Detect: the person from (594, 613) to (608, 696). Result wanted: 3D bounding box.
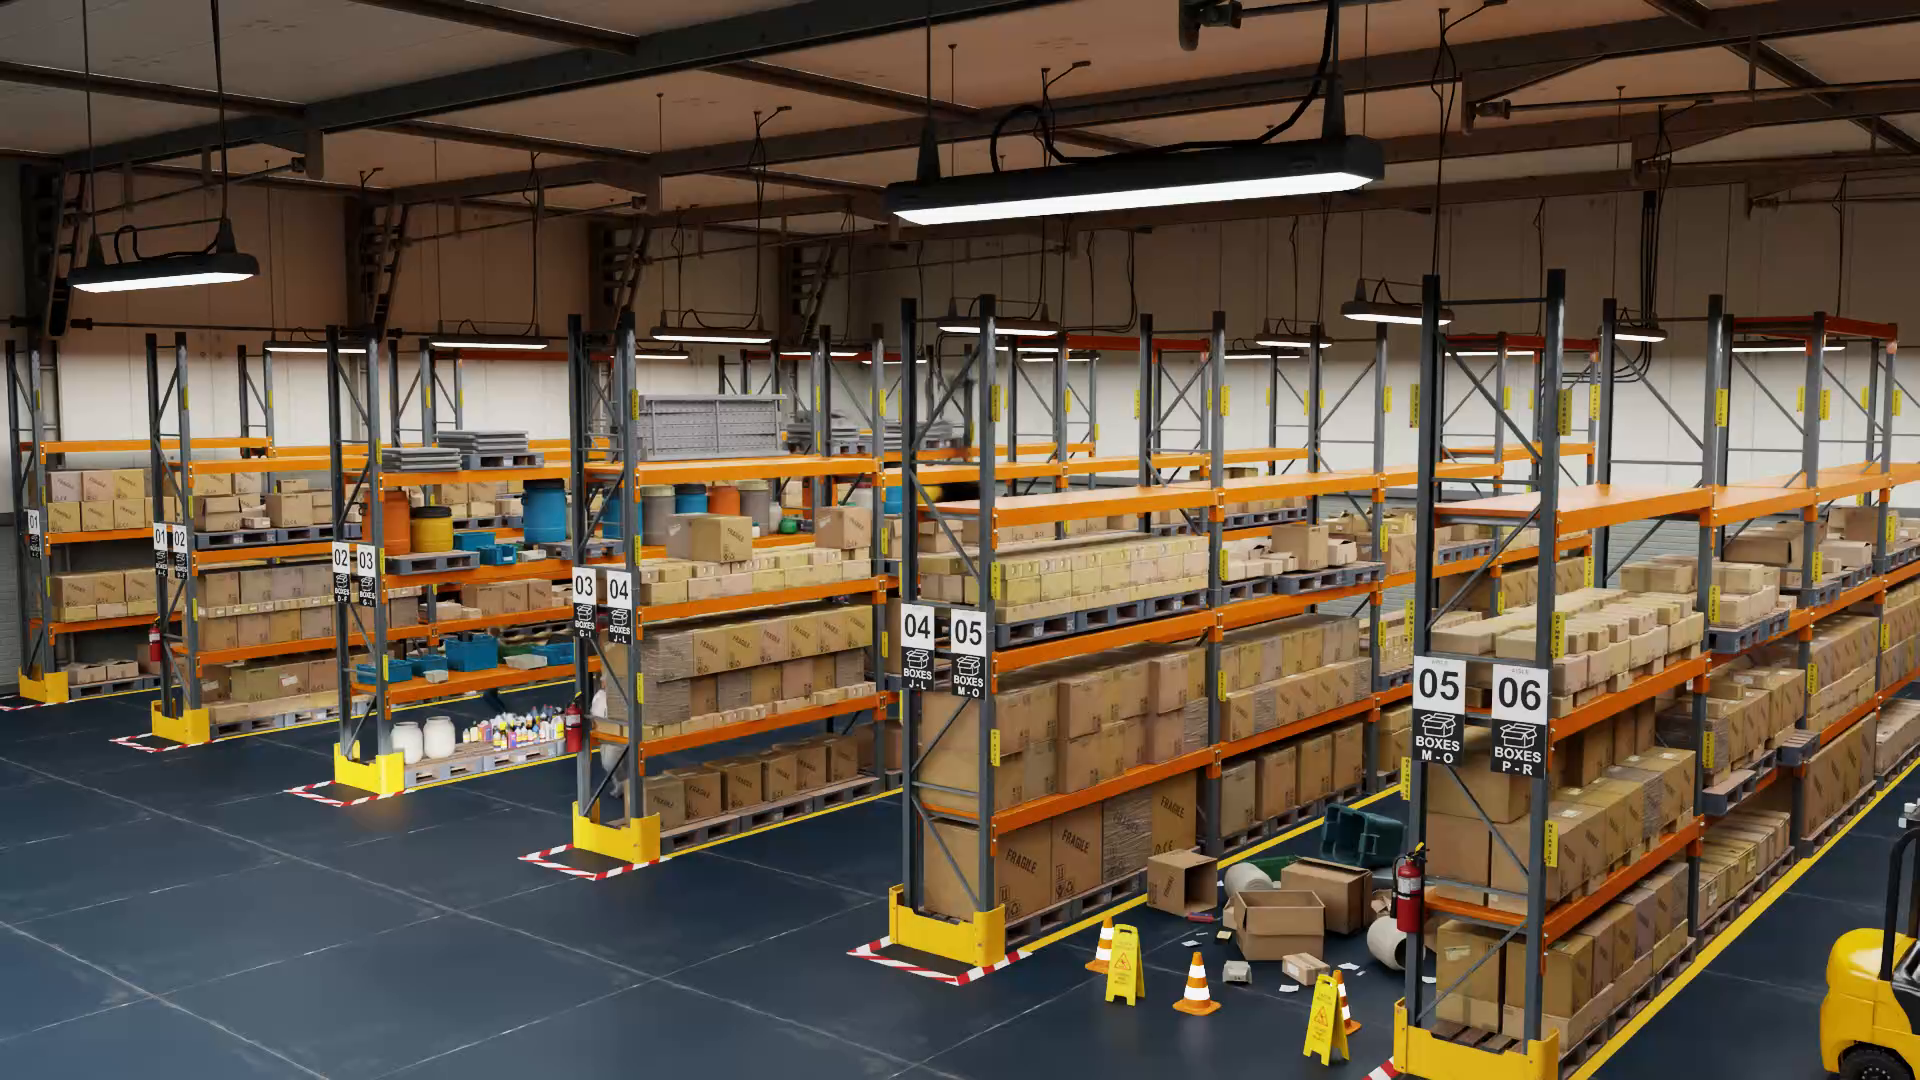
[{"bbox_3d":[-6.020,1.800,28.073,0.686,1.780,0.876,2,6,24],"label":"person"}]

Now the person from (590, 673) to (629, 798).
[{"bbox_3d":[-4.396,2.457,20.961,0.577,1.626,0.719,2,6,21],"label":"person"}]

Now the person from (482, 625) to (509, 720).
[{"bbox_3d":[-7.115,2.095,25.360,0.511,1.547,0.636,4,7,38],"label":"person"}]
